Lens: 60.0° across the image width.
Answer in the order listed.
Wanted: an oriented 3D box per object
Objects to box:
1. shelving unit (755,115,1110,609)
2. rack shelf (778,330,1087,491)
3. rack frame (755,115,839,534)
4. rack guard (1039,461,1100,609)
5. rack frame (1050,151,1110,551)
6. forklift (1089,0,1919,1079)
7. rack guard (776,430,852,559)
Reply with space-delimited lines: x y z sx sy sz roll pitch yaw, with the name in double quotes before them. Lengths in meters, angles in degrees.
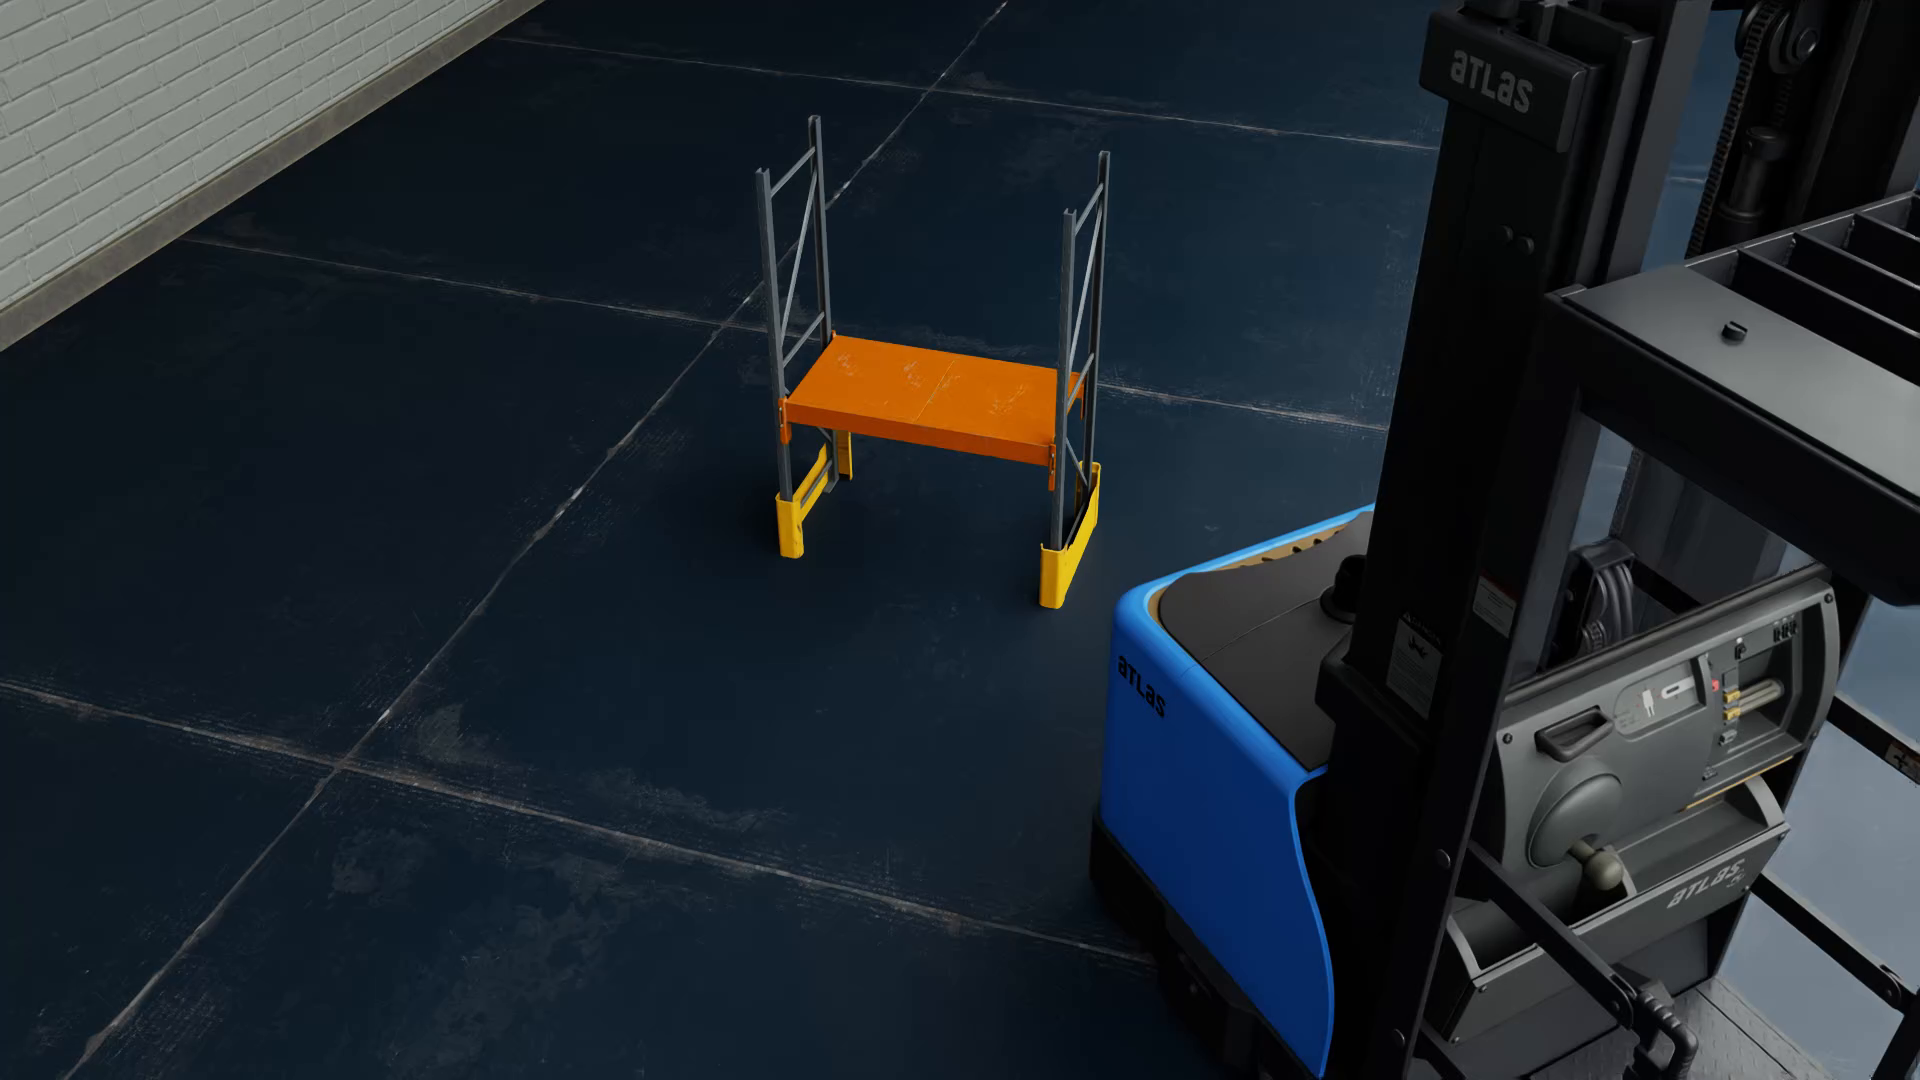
"shelving unit" -0.073 -0.618 5.824 1.083 1.500 0.587 10 38 14
"rack shelf" -0.081 -0.474 5.933 1.000 0.185 0.538 10 38 14
"rack frame" -0.567 -0.709 5.948 0.032 1.500 0.500 10 38 14
"rack guard" 0.403 -0.026 6.075 0.087 0.250 0.587 10 38 14
"rack frame" 0.404 -0.529 5.704 0.032 1.500 0.500 10 38 14
"forklift" 1.521 0.453 3.162 1.130 2.935 3.031 -18 40 -23
"rack guard" -0.548 -0.202 6.314 0.087 0.250 0.587 10 38 14
